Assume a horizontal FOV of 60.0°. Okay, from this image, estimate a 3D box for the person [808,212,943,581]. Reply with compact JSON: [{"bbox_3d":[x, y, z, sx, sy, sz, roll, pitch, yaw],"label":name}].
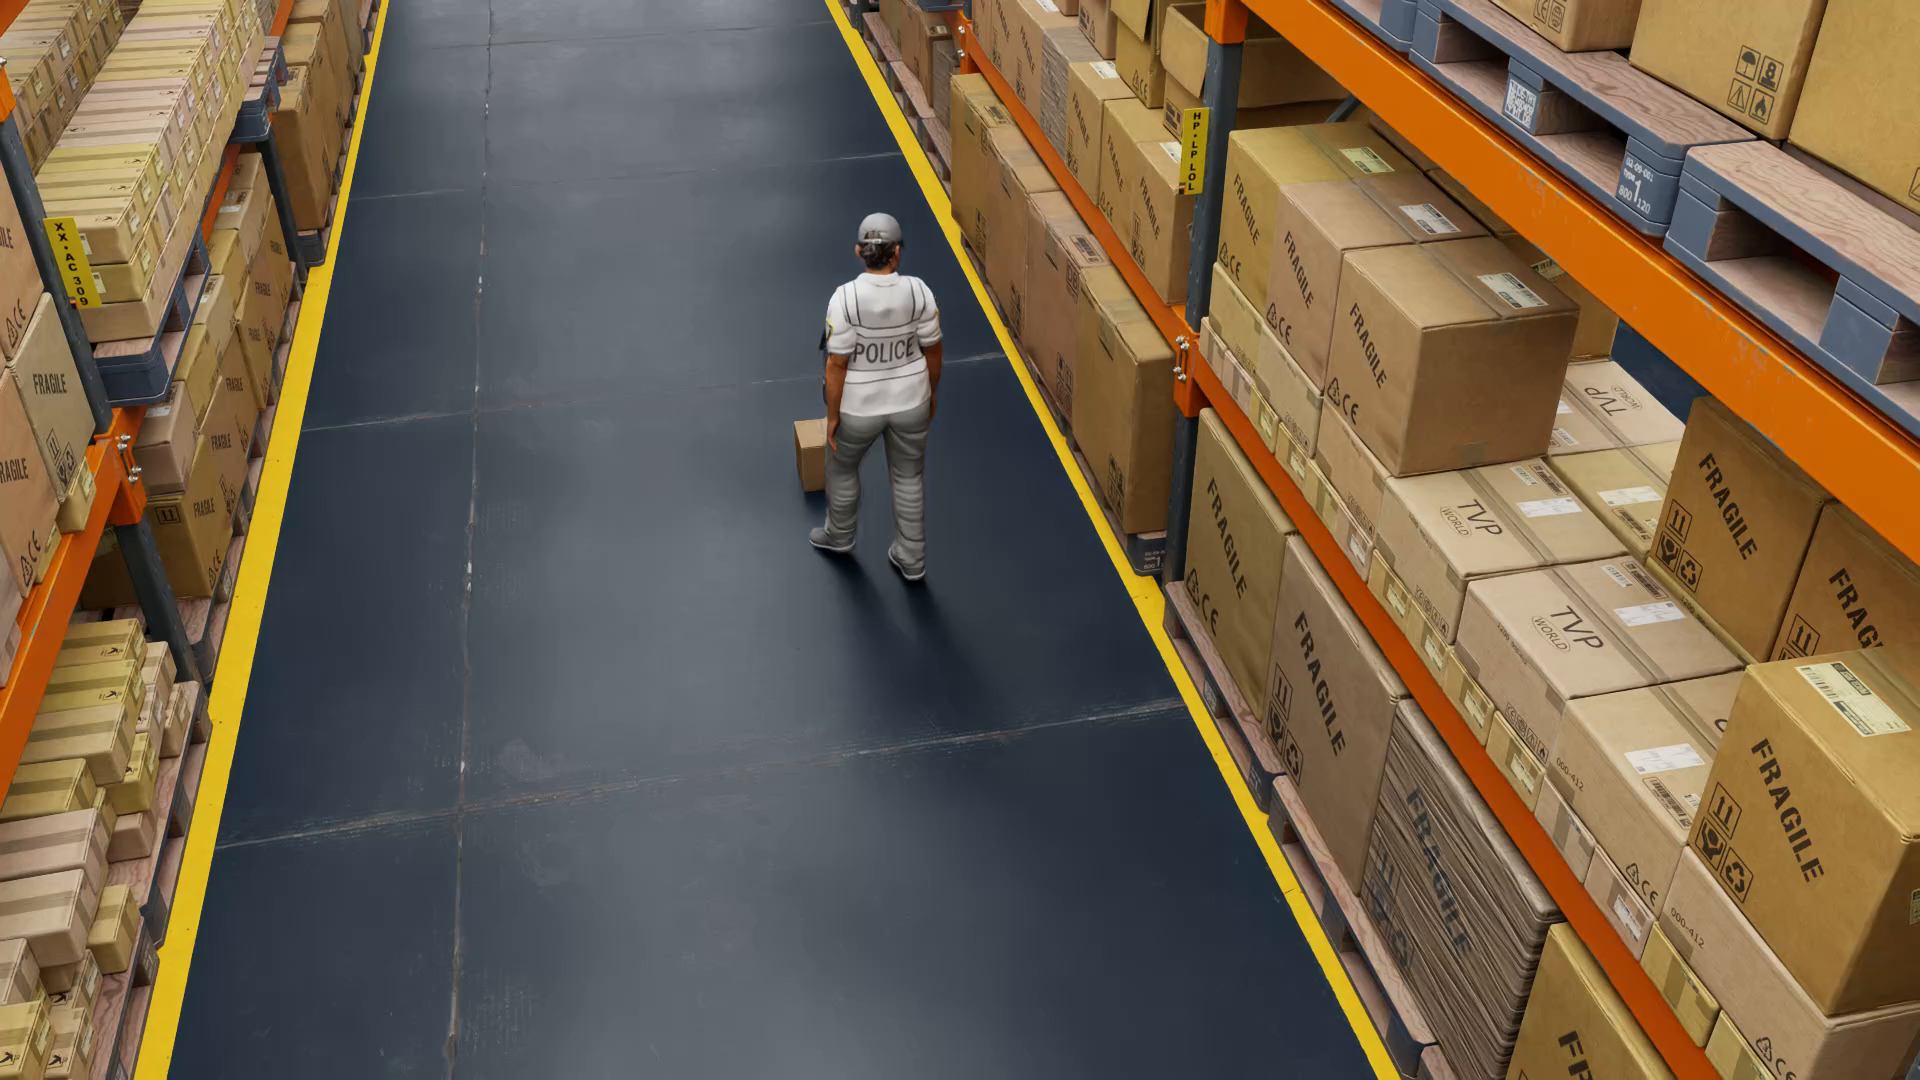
[{"bbox_3d":[-0.366,-0.603,7.018,0.535,1.675,0.573,-11,36,-15],"label":"person"}]
